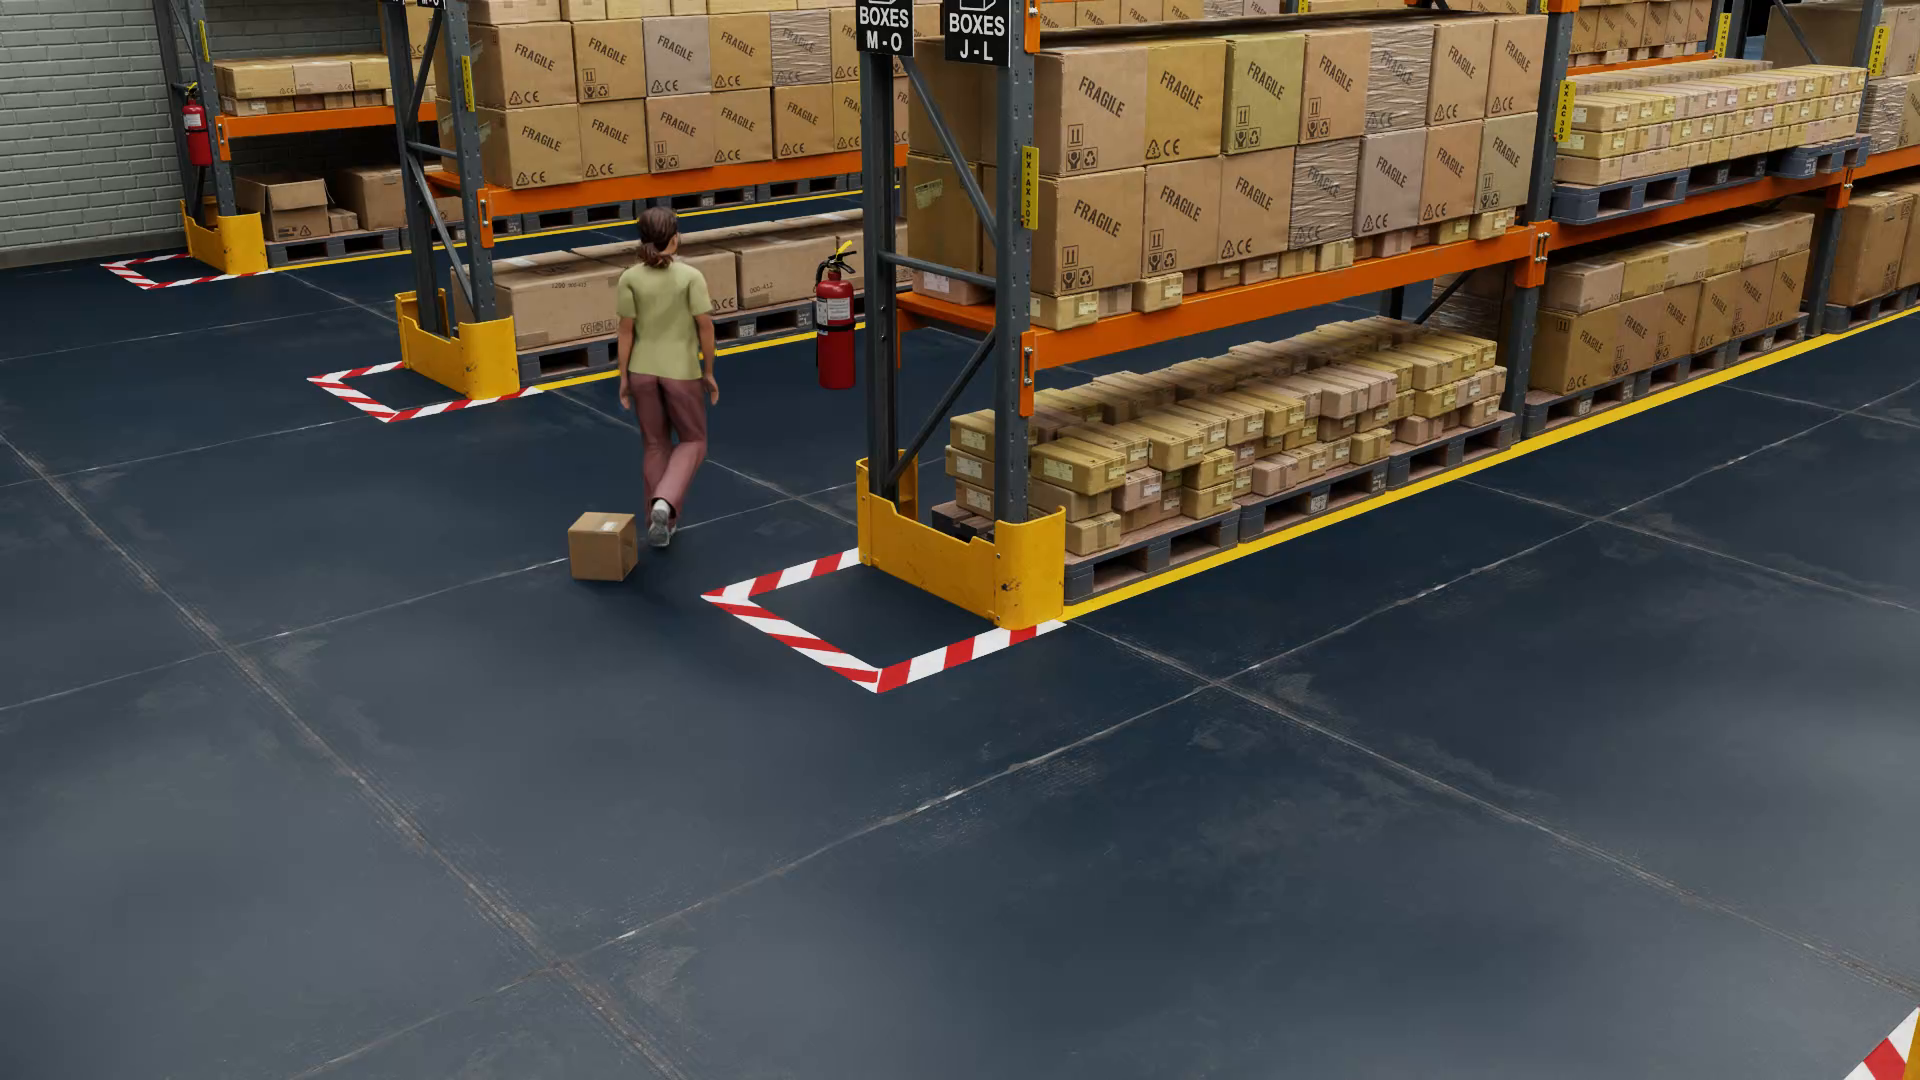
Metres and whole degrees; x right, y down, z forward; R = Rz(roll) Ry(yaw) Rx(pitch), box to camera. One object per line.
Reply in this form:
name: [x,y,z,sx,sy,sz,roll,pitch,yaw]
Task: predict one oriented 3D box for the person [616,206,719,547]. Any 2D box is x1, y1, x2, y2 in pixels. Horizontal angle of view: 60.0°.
person: [-1.416,-0.743,7.971,0.480,1.652,0.530,1,21,3]
